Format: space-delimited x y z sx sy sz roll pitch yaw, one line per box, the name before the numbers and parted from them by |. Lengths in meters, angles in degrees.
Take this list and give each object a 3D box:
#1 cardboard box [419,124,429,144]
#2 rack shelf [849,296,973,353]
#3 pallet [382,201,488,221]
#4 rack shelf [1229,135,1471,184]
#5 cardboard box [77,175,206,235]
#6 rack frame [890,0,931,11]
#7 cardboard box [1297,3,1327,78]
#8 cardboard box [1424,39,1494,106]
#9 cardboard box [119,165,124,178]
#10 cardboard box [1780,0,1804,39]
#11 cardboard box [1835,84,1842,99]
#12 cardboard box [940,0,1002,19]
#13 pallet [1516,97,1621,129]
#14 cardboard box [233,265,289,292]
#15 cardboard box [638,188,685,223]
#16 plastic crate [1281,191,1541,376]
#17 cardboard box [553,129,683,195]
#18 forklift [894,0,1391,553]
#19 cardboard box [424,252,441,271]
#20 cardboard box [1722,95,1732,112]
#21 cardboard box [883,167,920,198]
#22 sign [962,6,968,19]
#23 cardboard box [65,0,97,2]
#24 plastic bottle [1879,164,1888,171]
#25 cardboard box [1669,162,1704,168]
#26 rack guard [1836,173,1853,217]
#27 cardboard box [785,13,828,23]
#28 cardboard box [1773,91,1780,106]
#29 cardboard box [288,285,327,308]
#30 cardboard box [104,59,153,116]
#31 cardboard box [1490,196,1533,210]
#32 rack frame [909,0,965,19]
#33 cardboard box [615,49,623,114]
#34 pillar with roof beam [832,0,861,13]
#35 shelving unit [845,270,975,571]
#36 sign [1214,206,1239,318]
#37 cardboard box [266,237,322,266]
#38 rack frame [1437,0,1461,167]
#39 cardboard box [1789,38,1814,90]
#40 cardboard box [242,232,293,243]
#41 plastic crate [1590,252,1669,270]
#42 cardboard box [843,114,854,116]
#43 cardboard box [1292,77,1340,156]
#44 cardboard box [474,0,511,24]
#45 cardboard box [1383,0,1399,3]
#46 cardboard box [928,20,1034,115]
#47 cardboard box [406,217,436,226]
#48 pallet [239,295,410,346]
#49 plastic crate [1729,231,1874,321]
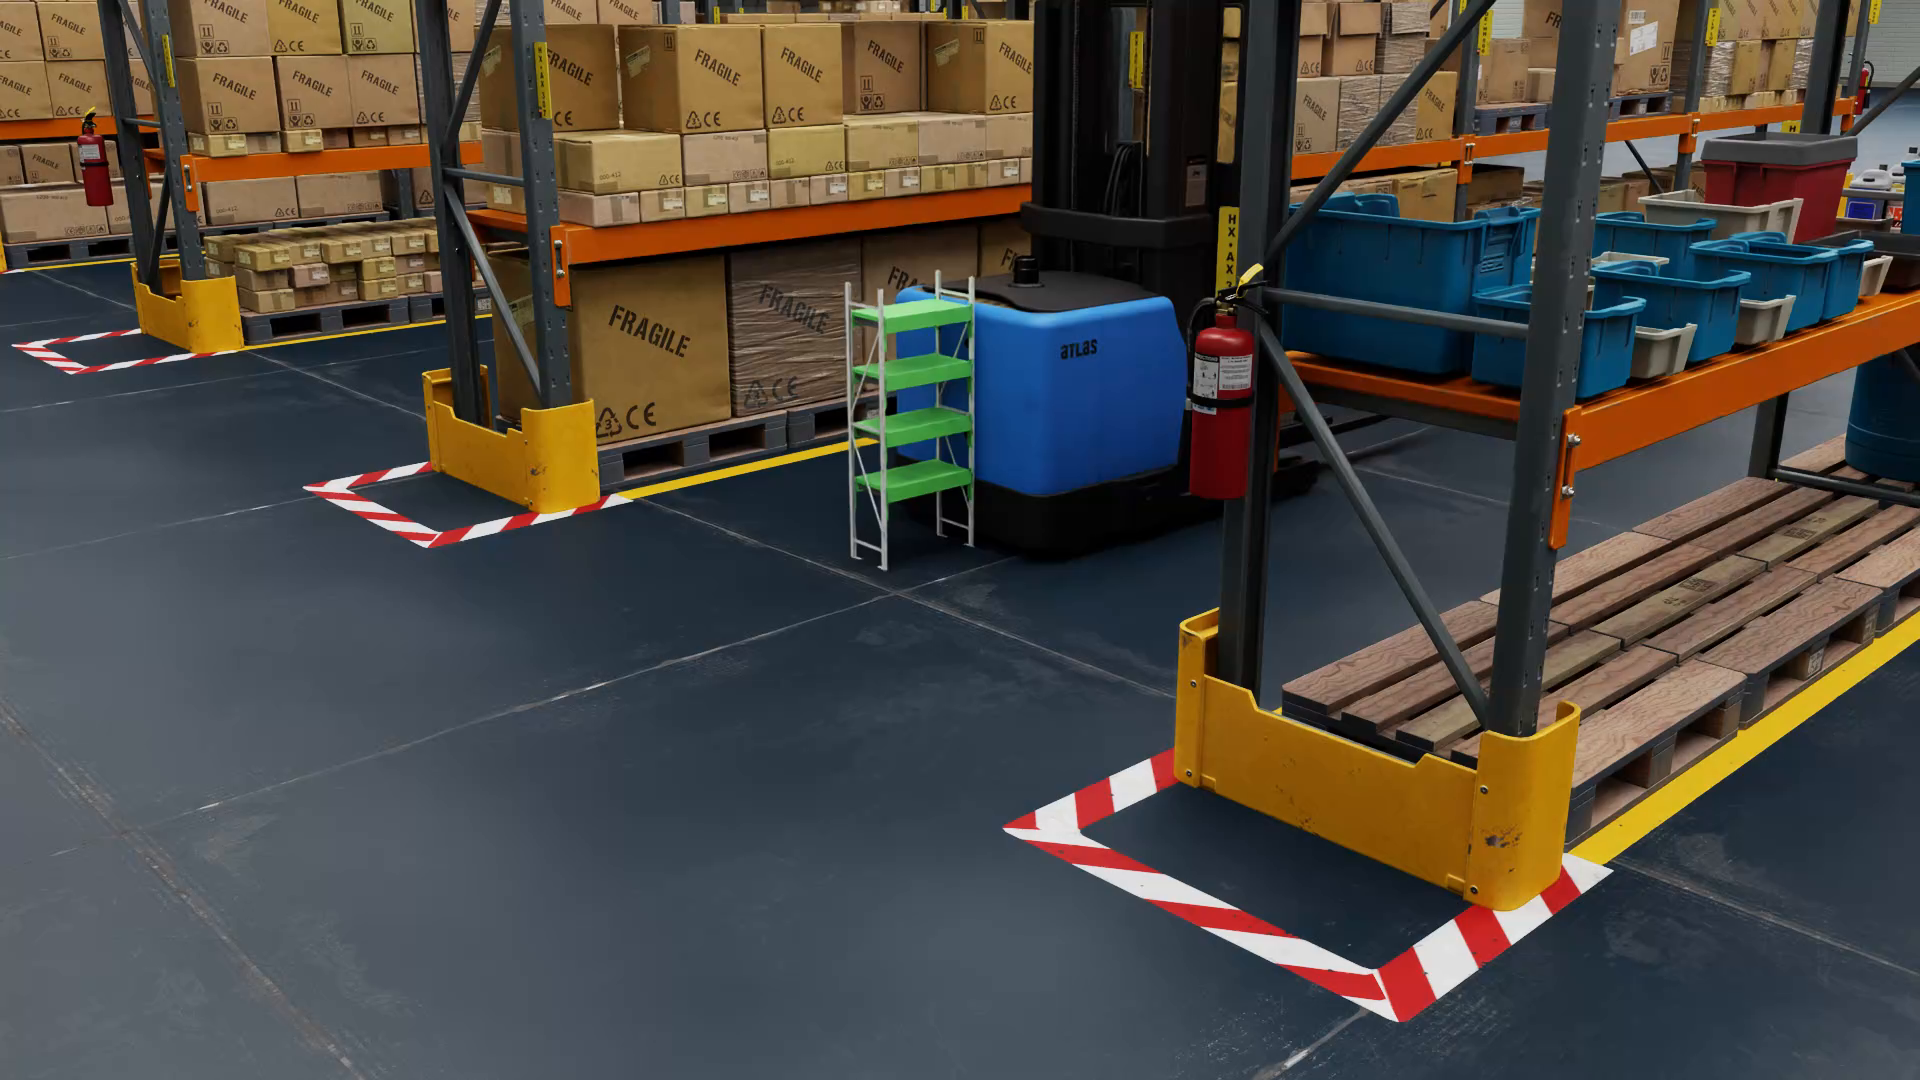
cardboard box | -4.001 -3.064 12.479 0.250 0.149 0.380 -15 23 -39
rack shelf | -0.207 -0.913 7.005 0.480 0.148 0.258 -15 23 -38
pallet | -5.619 -3.636 18.357 1.213 0.211 1.003 -16 24 -41
rack shelf | 2.134 -2.643 11.938 4.000 0.370 1.077 -16 24 -41
cardboard box | -7.965 -3.273 16.191 0.875 0.438 0.875 -15 24 -39
rack frame | -0.822 -8.436 28.641 0.127 3.000 1.000 -16 24 -41
cardboard box | 2.086 -3.501 11.631 0.637 0.503 0.797 -15 23 -39
cardboard box | 3.952 -3.779 13.435 0.500 0.500 0.500 14 23 37
cardboard box | -10.499 -4.558 20.622 0.250 0.149 0.380 -17 24 -42
cardboard box | 8.076 -5.280 16.640 0.500 0.500 0.500 -16 24 -41
cardboard box | 9.334 -4.878 18.073 0.250 0.149 0.380 -16 24 -41
cardboard box | 0.153 -7.186 22.521 0.500 0.500 0.700 -17 24 -41
pallet | 4.997 -3.746 14.486 1.213 0.211 1.003 -16 24 -41
cardboard box | -5.003 -1.885 11.894 0.250 0.149 0.380 -15 23 -39
cardboard box | -1.556 -1.650 8.117 0.250 0.149 0.380 -17 24 -42
plastic crate | 1.292 -0.762 4.816 0.499 0.435 0.616 -16 24 -41
cardboard box | -1.692 -1.825 8.010 0.500 0.250 0.500 -17 25 -42
forklift | 1.137 -1.697 7.968 3.031 2.935 1.130 -15 23 -38
cardboard box | -4.091 -2.176 12.793 0.250 0.149 0.380 -15 23 -38
cardboard box | 7.209 -4.224 16.057 0.250 0.149 0.380 -16 24 -41
cardboard box | -0.435 -1.977 9.128 0.250 0.149 0.380 -16 24 -40
sign | 0.068 -6.904 22.039 0.005 0.325 0.100 -16 24 -41
cardboard box | -7.999 -4.940 15.022 0.380 0.149 0.250 17 25 42
plastic bottle | 4.284 -1.611 7.779 0.133 0.283 0.061 -16 24 -41
cardboard box | 7.619 -3.615 17.143 0.500 0.500 0.500 15 23 39
rack guard | 9.344 -3.899 18.699 0.348 0.500 1.175 -16 24 -41
cardboard box | -1.981 -6.288 20.689 0.500 0.500 0.500 -16 24 -40
cardboard box | 8.087 -4.499 16.904 0.250 0.149 0.380 -16 24 -41
cardboard box | -4.826 -1.803 12.124 0.250 0.149 0.380 -16 24 -41
cardboard box | -7.758 -4.236 15.526 0.500 0.500 0.500 -16 24 -41
cardboard box | 4.454 -2.696 14.275 0.700 0.500 0.500 15 24 39
rack frame | -0.315 -6.477 22.598 0.127 3.000 1.000 -16 24 -41
cardboard box | -2.811 -3.717 13.442 0.500 0.500 0.500 -16 24 -41
pillar with roof beam | 1.011 -10.380 24.908 0.400 9.000 9.100 -16 24 -41
shelving unit | -0.207 -0.517 7.134 0.503 1.200 0.258 -15 23 -38
sign | 0.787 -0.801 4.827 0.005 0.325 0.100 -16 24 -41
cardboard box | -4.829 -2.093 12.055 0.250 0.149 0.380 -16 24 -40
rack frame | 6.065 -6.237 21.857 0.127 3.000 1.000 -16 24 -41
cardboard box | 8.307 -4.953 17.255 0.500 0.500 0.875 -16 24 -41
cardboard box | -5.128 -2.182 12.329 0.250 0.149 0.380 -16 24 -40
plastic crate | 2.253 -0.910 5.757 0.250 0.136 0.298 -16 24 -41
cardboard box | -0.942 -2.272 9.391 0.500 0.250 0.500 -16 24 -41
cardboard box | 2.287 -2.973 11.630 0.500 0.500 0.500 -16 24 -40
cardboard box | -3.563 -3.983 12.639 0.500 0.500 0.500 -15 24 -39
cardboard box | 4.933 -6.526 20.757 0.550 0.550 0.875 -16 24 -41
cardboard box | 0.163 -2.725 9.572 0.500 0.500 0.500 -16 24 -40
cardboard box | -4.200 -2.469 13.212 0.250 0.149 0.380 -16 24 -41
pallet | -4.891 -1.700 12.387 1.213 0.211 1.003 -16 24 -41
plastic crate | 2.757 -0.874 5.490 0.300 0.233 0.416 -16 24 -41
